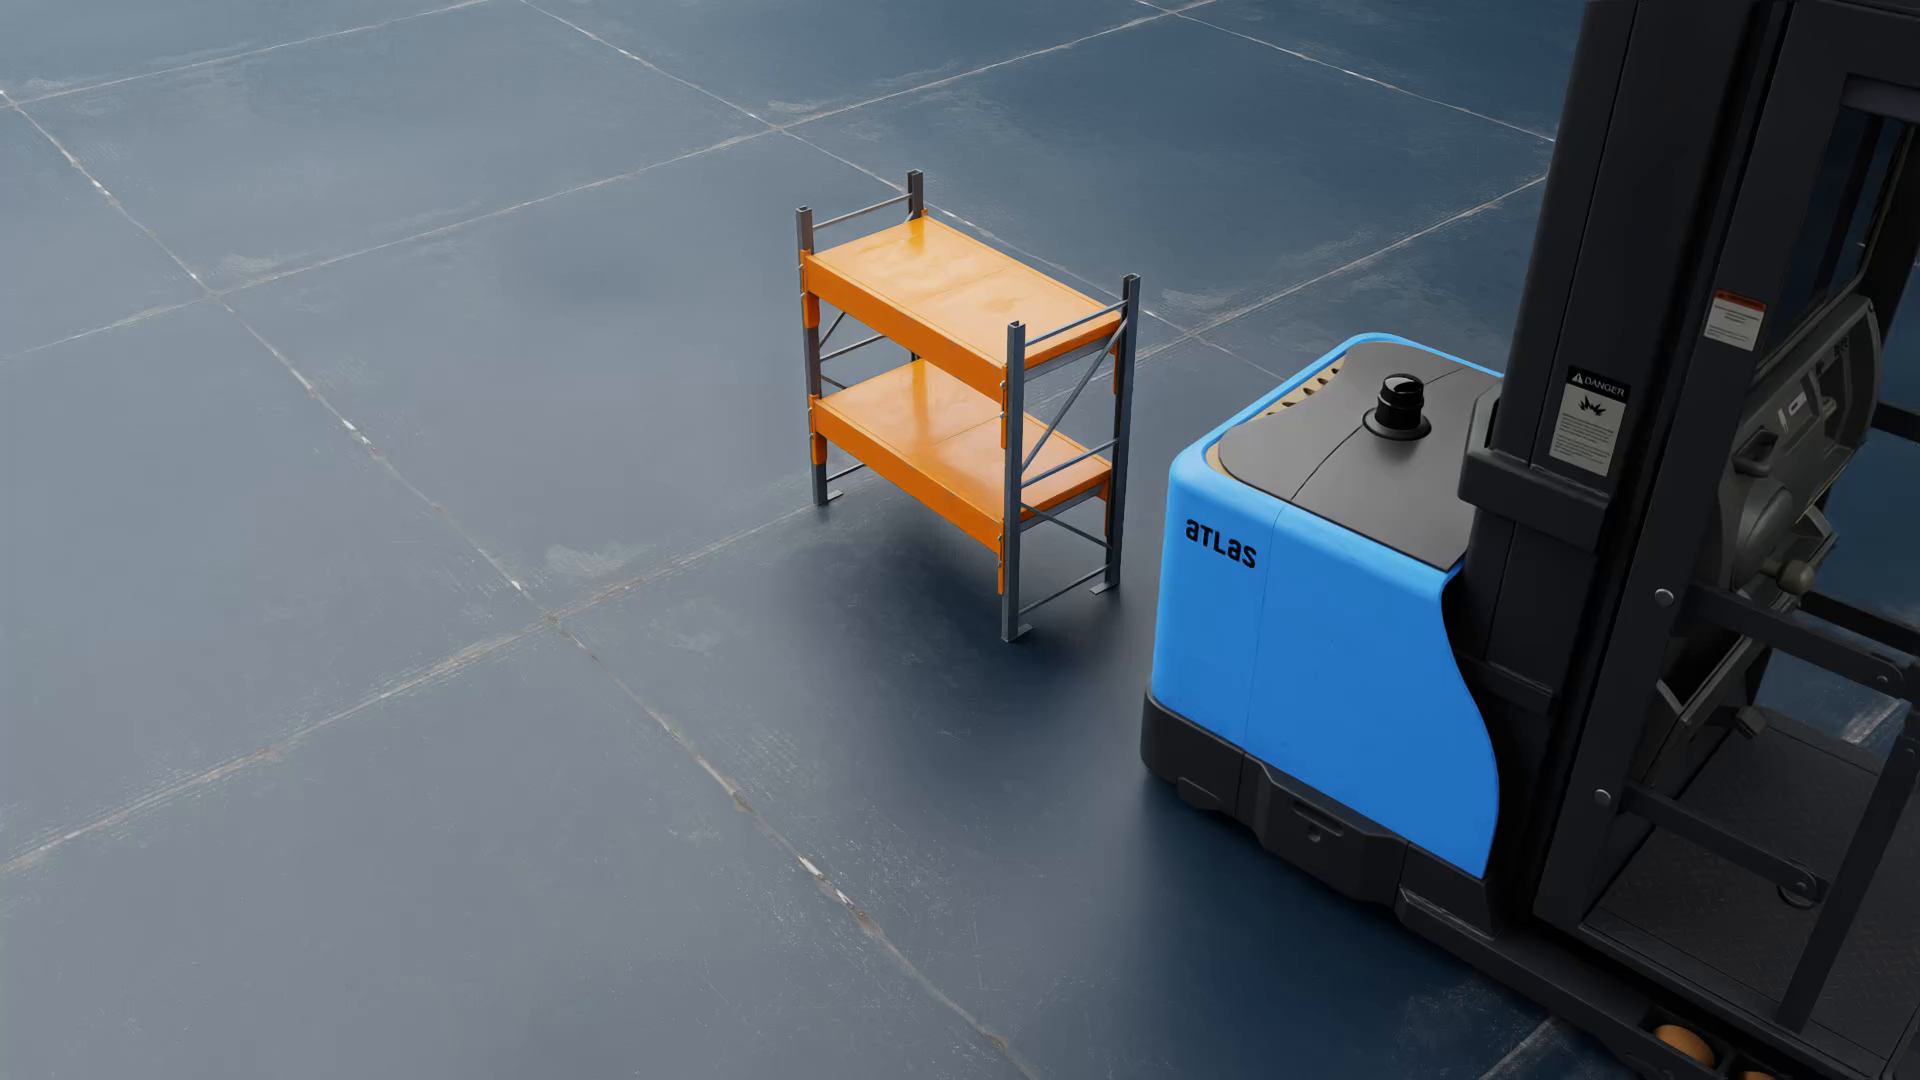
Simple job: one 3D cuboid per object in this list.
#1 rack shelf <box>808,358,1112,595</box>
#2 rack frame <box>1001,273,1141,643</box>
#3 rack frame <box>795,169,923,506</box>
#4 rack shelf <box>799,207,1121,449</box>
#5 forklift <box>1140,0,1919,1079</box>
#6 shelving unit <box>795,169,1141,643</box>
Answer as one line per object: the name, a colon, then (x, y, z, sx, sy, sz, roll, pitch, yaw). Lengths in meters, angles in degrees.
rack shelf: (0.004, -0.257, 5.562, 0.538, 0.278, 1.000, -26, 43, -32)
rack frame: (0.332, -0.232, 5.104, 0.500, 1.125, 0.032, -26, 43, -32)
rack frame: (-0.324, -0.680, 5.738, 0.500, 1.125, 0.032, -26, 43, -32)
rack shelf: (0.004, -0.695, 5.252, 0.538, 0.278, 1.000, -26, 43, -32)
forklift: (1.946, -0.159, 3.439, 3.031, 2.935, 1.130, 28, 44, 33)
shelving unit: (0.004, -0.456, 5.421, 0.538, 1.125, 1.048, -26, 43, -32)
